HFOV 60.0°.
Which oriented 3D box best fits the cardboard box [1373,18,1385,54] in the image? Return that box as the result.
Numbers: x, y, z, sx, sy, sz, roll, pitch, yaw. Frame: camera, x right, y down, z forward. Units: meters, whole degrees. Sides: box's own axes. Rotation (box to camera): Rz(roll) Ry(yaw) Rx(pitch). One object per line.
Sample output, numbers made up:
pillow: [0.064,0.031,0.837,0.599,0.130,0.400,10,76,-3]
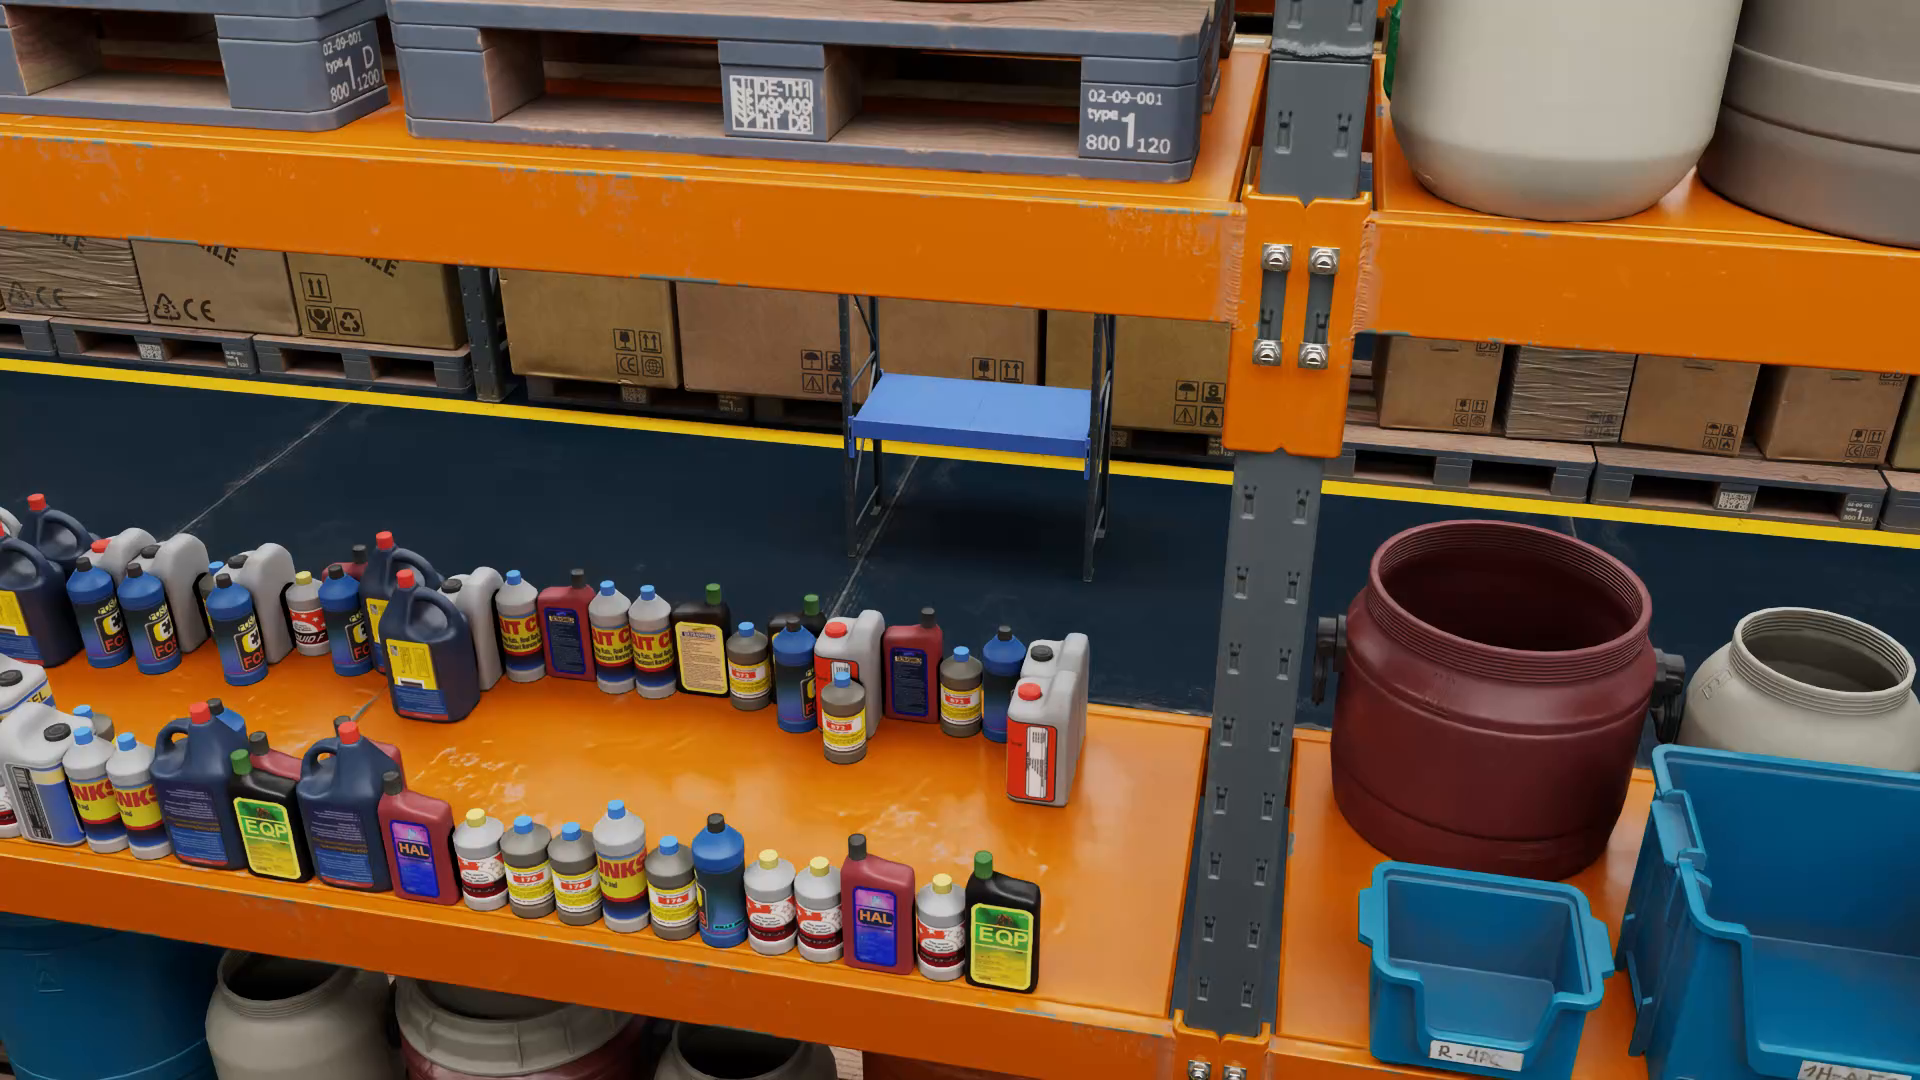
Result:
cardboard box: [3.307,-3.264,11.994,0.750,0.750,1.050,5,29,10]

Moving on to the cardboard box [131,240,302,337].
cardboard box: [-3.825,-1.698,9.004,0.875,0.875,0.875,6,29,11]

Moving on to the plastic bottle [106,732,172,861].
plastic bottle: [-1.642,0.506,3.336,0.097,0.271,0.097,0,29,0]

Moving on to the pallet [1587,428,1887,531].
pallet: [3.549,-0.425,7.807,1.213,0.211,1.003,6,29,11]

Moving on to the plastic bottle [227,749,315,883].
plastic bottle: [-1.352,0.540,3.262,0.133,0.283,0.061,6,29,11]

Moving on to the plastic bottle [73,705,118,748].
plastic bottle: [-1.837,0.442,3.526,0.097,0.201,0.097,0,29,0]

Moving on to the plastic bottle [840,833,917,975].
plastic bottle: [-0.149,0.663,3.037,0.133,0.283,0.061,6,29,11]

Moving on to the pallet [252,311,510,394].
pallet: [-3.043,-1.142,9.116,1.213,0.211,1.003,6,29,11]

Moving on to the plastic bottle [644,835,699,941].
plastic bottle: [-0.543,0.649,3.147,0.097,0.201,0.097,0,29,0]

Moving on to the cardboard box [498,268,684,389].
cardboard box: [-1.686,-1.449,8.549,0.875,0.875,1.225,6,29,11]

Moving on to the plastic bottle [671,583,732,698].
plastic bottle: [-0.594,0.227,3.834,0.133,0.283,0.061,6,29,11]

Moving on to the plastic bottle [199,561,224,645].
plastic bottle: [-1.796,0.148,4.062,0.097,0.201,0.097,0,29,0]

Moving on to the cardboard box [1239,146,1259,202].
cardboard box: [1.062,-1.828,7.361,0.500,0.500,0.500,7,29,12]

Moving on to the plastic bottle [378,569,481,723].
plastic bottle: [-1.206,0.230,3.758,0.185,0.351,0.144,6,29,11]

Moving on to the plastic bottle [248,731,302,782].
plastic bottle: [-1.339,0.511,3.315,0.133,0.283,0.061,6,29,11]

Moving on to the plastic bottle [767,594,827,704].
plastic bottle: [-0.368,0.250,3.792,0.133,0.283,0.061,6,29,11]

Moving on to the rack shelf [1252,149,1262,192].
rack shelf: [-0.360,-1.736,8.046,4.000,0.370,1.077,6,29,11]

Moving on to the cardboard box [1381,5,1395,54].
cardboard box: [2.132,-2.044,7.318,0.500,0.500,0.500,2,29,4]

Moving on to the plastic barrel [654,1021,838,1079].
plastic barrel: [-0.491,1.326,3.857,0.421,0.512,0.421,0,29,0]

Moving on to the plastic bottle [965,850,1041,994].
plastic bottle: [0.077,0.686,2.995,0.133,0.283,0.061,6,29,11]

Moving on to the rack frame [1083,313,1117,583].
rack frame: [0.581,-0.598,6.781,0.032,1.500,0.500,6,29,11]

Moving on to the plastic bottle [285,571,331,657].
plastic bottle: [-1.569,0.172,4.020,0.097,0.201,0.097,0,29,0]

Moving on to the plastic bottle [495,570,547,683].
plastic bottle: [-1.031,0.196,3.902,0.097,0.271,0.097,0,29,0]

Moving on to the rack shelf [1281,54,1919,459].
rack shelf: [2.518,-0.324,2.345,4.000,0.370,1.077,6,29,11]

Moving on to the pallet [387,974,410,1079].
pallet: [-1.408,1.515,4.262,1.213,0.211,1.003,6,29,11]

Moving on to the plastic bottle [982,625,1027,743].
plastic bottle: [0.098,0.312,3.691,0.097,0.271,0.097,0,29,0]

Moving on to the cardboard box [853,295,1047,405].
cardboard box: [0.055,-1.275,8.231,0.875,0.875,1.225,6,29,11]

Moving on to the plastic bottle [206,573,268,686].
plastic bottle: [-1.696,0.203,3.890,0.097,0.271,0.097,0,29,0]

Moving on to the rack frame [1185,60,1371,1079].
rack frame: [0.562,0.475,3.259,0.127,3.000,1.000,6,29,11]

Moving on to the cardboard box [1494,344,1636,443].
cardboard box: [2.800,-0.840,7.806,0.500,0.500,0.700,3,29,6]

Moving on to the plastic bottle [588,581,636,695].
plastic bottle: [-0.806,0.219,3.860,0.097,0.271,0.097,0,29,0]

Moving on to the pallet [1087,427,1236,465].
pallet: [0.841,-0.742,8.386,1.213,0.211,1.003,6,29,11]

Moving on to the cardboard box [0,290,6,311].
cardboard box: [-5.585,-1.879,9.333,0.875,0.875,0.875,6,29,11]

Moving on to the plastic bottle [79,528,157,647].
plastic bottle: [-2.047,0.103,4.067,0.135,0.276,0.152,6,29,11]

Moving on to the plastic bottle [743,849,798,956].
plastic bottle: [-0.353,0.669,3.111,0.097,0.201,0.097,0,29,0]

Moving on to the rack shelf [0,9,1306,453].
rack shelf: [-1.394,-0.726,3.077,4.000,0.370,1.077,6,29,11]

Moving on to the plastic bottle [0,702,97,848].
plastic bottle: [-1.845,0.470,3.397,0.135,0.276,0.152,6,29,11]

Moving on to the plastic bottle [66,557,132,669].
plastic bottle: [-2.055,0.166,3.958,0.097,0.271,0.097,0,29,0]

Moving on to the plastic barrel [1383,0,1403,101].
plastic barrel: [0.814,-0.772,2.574,0.294,0.245,0.294,0,29,0]

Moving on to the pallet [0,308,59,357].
pallet: [-5.429,-1.387,9.563,1.213,0.211,1.003,6,29,11]

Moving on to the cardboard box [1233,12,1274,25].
cardboard box: [2.107,-3.770,12.397,0.500,0.250,0.500,5,29,8]

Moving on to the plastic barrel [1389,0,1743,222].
plastic barrel: [0.801,-0.715,2.192,0.421,0.512,0.421,0,29,0]

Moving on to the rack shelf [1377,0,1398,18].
rack shelf: [4.686,-3.654,11.550,4.000,0.370,1.077,6,29,11]

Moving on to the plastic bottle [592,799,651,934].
plastic bottle: [-0.639,0.609,3.148,0.097,0.271,0.097,0,29,0]

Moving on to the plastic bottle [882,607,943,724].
plastic bottle: [-0.106,0.277,3.742,0.133,0.283,0.061,6,29,11]

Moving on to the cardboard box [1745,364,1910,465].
cardboard box: [3.902,-0.731,7.606,0.500,0.500,0.700,3,29,6]

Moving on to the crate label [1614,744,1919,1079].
crate label: [1.477,0.686,2.836,0.616,0.435,0.502,6,29,11]

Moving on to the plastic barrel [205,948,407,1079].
plastic barrel: [-1.596,1.213,4.064,0.421,0.512,0.421,0,29,0]

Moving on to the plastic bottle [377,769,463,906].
plastic bottle: [-1.041,0.571,3.204,0.133,0.283,0.061,6,29,11]

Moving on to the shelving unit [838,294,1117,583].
shelving unit: [0.083,-0.649,6.874,1.048,1.500,0.538,6,29,11]

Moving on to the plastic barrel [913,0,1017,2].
plastic barrel: [0.007,-1.272,2.441,0.708,0.830,0.600,6,29,11]

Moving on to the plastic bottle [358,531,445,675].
plastic bottle: [-1.306,0.145,3.914,0.185,0.351,0.144,6,29,11]

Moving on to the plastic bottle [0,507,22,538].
plastic bottle: [-2.383,0.034,4.115,0.185,0.351,0.144,6,29,11]

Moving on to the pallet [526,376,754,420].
pallet: [-1.546,-0.987,8.833,1.213,0.211,1.003,6,29,11]

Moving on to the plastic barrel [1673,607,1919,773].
plastic barrel: [1.612,0.429,3.226,0.421,0.512,0.421,0,29,0]

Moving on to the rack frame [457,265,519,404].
rack frame: [-2.316,-2.252,8.240,0.127,3.000,1.000,6,29,11]

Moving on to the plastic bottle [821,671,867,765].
plastic bottle: [-0.254,0.381,3.637,0.097,0.201,0.097,0,29,0]

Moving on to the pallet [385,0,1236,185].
pallet: [-0.166,-0.880,2.808,1.213,0.211,1.003,6,29,11]

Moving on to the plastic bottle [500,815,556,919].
plastic bottle: [-0.829,0.620,3.200,0.097,0.201,0.097,0,29,0]
